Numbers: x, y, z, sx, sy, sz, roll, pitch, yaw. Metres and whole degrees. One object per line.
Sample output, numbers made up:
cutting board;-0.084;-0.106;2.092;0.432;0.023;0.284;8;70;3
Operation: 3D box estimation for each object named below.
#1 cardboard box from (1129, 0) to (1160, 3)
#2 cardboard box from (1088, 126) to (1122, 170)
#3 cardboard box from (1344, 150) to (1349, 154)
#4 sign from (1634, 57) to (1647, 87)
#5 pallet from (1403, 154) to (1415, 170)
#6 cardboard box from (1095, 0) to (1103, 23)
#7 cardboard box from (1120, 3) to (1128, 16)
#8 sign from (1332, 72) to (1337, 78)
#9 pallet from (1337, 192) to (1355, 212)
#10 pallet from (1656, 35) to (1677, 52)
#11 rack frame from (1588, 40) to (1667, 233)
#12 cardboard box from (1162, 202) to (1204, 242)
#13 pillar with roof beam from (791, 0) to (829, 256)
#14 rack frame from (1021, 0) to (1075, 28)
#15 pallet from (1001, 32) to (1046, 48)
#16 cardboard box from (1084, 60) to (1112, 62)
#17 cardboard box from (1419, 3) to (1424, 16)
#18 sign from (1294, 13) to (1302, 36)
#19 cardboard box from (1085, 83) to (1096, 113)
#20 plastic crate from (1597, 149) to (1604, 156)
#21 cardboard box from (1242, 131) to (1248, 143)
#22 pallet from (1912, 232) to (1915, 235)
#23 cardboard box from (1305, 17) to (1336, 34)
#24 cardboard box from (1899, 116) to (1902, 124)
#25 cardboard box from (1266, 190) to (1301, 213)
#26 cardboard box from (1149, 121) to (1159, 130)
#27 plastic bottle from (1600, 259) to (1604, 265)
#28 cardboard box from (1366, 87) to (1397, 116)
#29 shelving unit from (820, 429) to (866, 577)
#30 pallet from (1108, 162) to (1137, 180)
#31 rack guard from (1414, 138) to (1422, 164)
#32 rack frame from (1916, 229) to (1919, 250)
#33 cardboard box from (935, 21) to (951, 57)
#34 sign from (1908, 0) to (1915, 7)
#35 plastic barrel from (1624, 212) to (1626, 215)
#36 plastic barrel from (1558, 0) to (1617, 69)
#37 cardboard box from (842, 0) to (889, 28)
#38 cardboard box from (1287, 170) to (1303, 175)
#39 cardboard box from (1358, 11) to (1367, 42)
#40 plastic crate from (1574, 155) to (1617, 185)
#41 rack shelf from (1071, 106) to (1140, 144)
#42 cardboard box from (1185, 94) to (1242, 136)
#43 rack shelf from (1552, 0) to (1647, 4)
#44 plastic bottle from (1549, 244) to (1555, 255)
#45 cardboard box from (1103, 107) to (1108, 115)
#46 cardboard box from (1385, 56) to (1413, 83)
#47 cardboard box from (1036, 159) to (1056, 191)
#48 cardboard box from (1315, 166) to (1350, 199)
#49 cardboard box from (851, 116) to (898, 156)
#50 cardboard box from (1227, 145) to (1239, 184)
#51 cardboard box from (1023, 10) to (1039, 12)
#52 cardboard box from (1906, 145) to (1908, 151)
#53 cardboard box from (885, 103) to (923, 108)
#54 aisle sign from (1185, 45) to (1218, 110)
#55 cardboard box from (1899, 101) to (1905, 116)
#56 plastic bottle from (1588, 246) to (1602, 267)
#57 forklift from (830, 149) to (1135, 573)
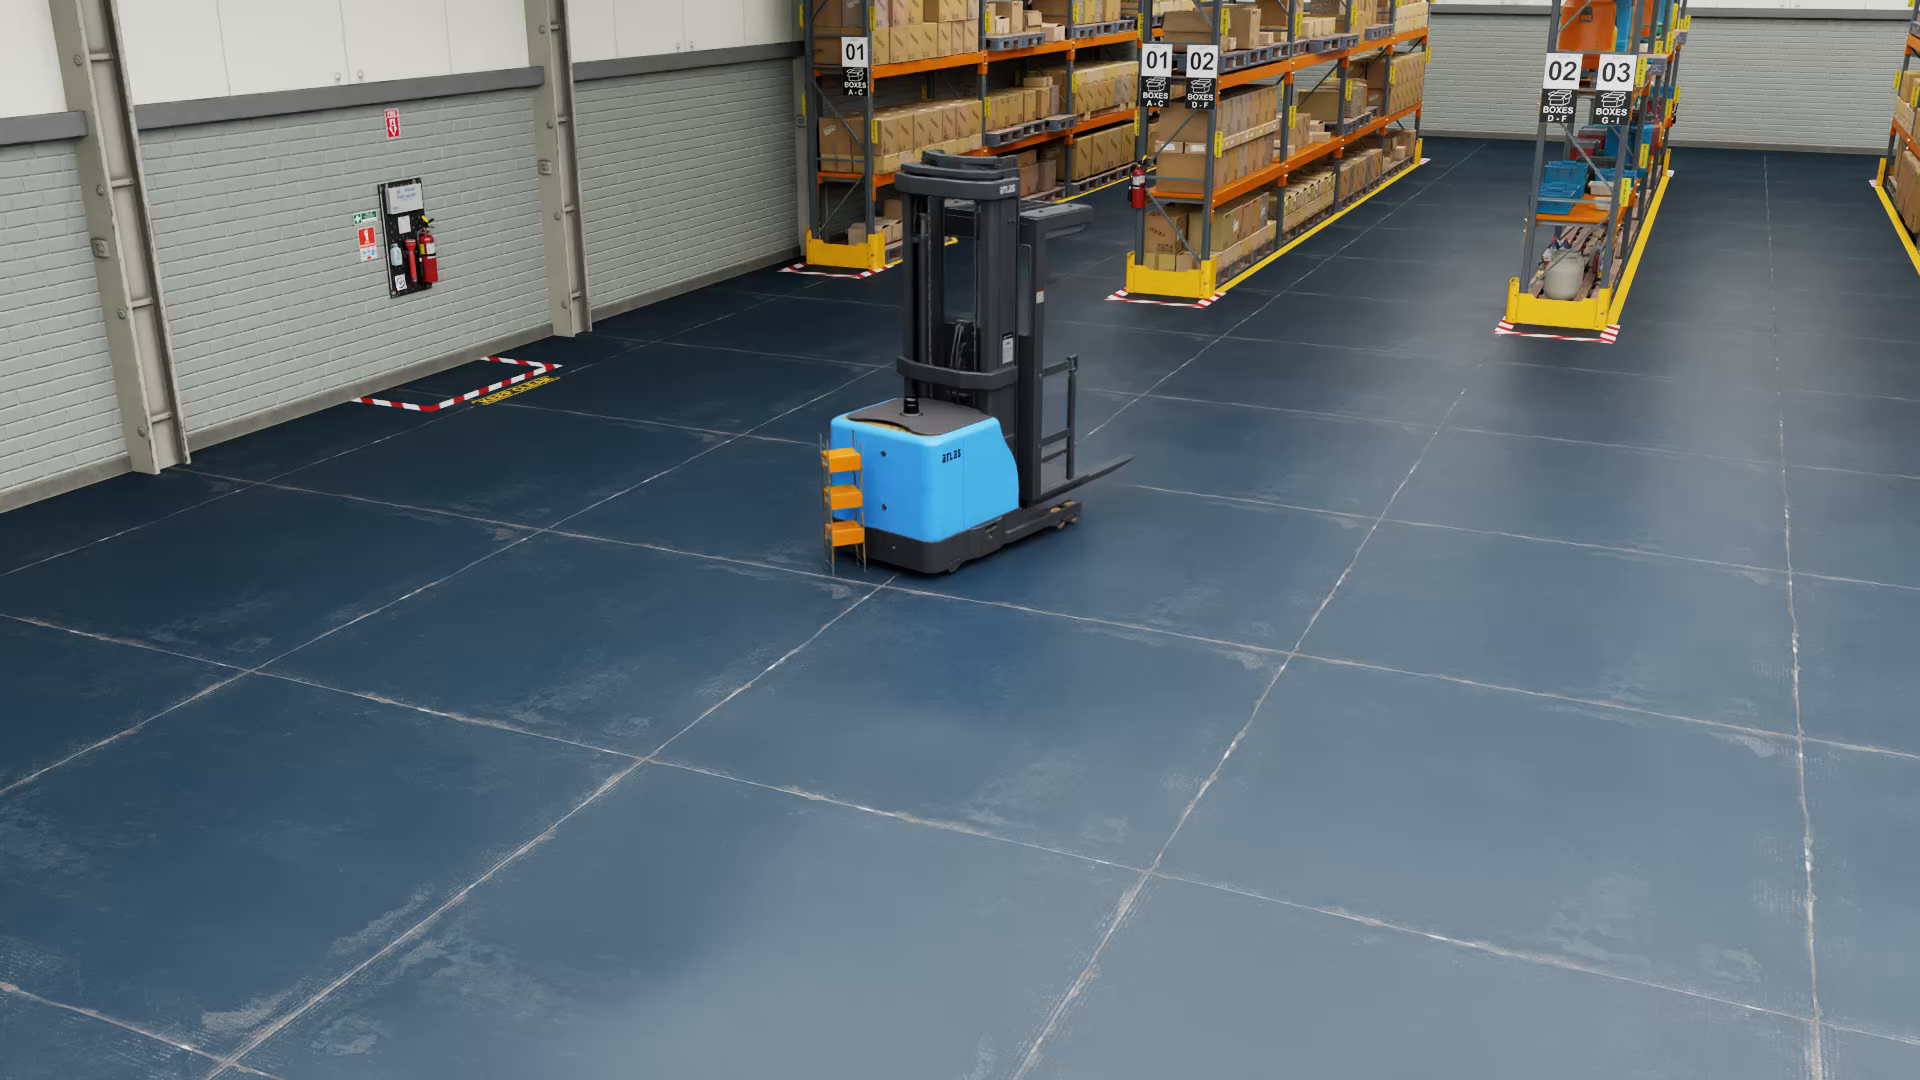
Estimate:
cardboard box;3.761;-11.193;33.818;0.500;0.500;0.500;8;21;22
cardboard box;2.705;-7.769;32.919;0.750;0.750;0.750;9;22;24
cardboard box;7.106;-7.145;31.656;0.500;0.500;0.500;9;21;23
sign;7.838;-5.386;19.146;0.100;0.325;0.005;9;21;23
pallet;9.016;-8.036;35.250;1.003;0.211;1.213;9;21;23
cardboard box;2.320;-10.163;31.787;0.700;0.500;0.500;9;21;23
cardboard box;3.280;-10.902;34.117;0.500;0.250;0.500;9;21;23
sign;7.236;-8.874;32.153;0.100;0.325;0.005;9;21;23
pallet;6.437;-6.080;29.751;1.003;0.211;1.213;9;21;23
pallet;11.016;-8.035;26.891;1.003;0.211;1.213;9;21;23
rack frame;10.614;-6.490;26.743;1.000;3.000;0.127;9;21;23
cardboard box;3.165;-4.494;23.486;0.500;0.500;0.500;9;21;23
pillar with roof beam;1.725;-7.973;21.958;9.100;9.000;0.400;9;21;23
rack frame;1.576;-10.676;29.560;1.000;3.000;0.127;9;21;23
pallet;0.710;-8.443;28.038;1.213;0.211;1.003;9;21;23
cardboard box;2.788;-9.518;33.513;0.500;0.250;0.500;9;22;24
cardboard box;9.190;-10.850;34.002;0.500;0.250;0.500;9;21;23
sign;4.965;-7.567;24.403;0.100;0.325;0.005;9;21;23
cardboard box;2.231;-8.319;31.260;0.500;0.500;0.500;9;22;24
plastic crate;9.432;-5.739;24.946;0.450;0.188;0.662;9;21;23
cardboard box;3.808;-5.639;23.230;0.380;0.149;0.250;9;21;23
pallet;16.025;-5.099;26.992;1.003;0.211;1.213;9;21;23
cardboard box;5.962;-8.565;27.697;0.500;0.250;0.500;7;21;19
cardboard box;17.438;-7.681;30.466;0.380;0.149;0.250;8;21;22
cardboard box;5.065;-5.360;26.202;0.500;0.311;0.500;8;21;22
cardboard box;4.134;-8.852;35.519;0.380;0.149;0.250;8;21;21
plastic bottle;8.505;-3.583;21.982;0.097;0.271;0.097;0;20;0
cardboard box;8.192;-8.560;32.411;0.500;0.500;0.500;9;22;24
shelving unit;-0.855;-0.267;12.148;0.252;1.050;0.215;-8;21;-19
pallet;2.966;-7.513;33.778;1.003;0.211;1.213;9;21;23
rack guard;9.341;-8.416;35.887;1.175;0.500;0.348;9;21;23
rack frame;15.133;-5.811;24.832;1.000;3.000;0.127;9;21;23
cardboard box;-0.455;-7.581;25.154;0.500;0.500;0.500;8;21;21
sign;17.905;-10.197;31.265;0.100;0.325;0.005;9;21;23
plastic barrel;10.799;-5.818;27.463;0.600;0.830;0.708;9;21;23
plastic barrel;7.421;-6.024;19.688;0.600;0.830;0.708;9;21;23
cardboard box;-1.321;-7.430;23.236;0.500;0.500;0.500;7;21;19
cardboard box;5.614;-6.218;28.616;0.500;0.311;0.500;9;22;25
cardboard box;6.666;-9.085;29.411;0.910;0.500;0.500;9;21;23
plastic crate;8.646;-5.096;22.914;0.767;0.338;0.504;9;21;23
rack shelf;2.395;-8.122;32.405;1.077;0.370;4.000;9;21;23
cardboard box;3.461;-5.857;22.876;0.700;0.500;0.500;9;21;23
rack shelf;8.157;-6.955;20.767;1.077;0.370;4.000;9;21;23
plastic bottle;8.015;-3.849;22.613;0.144;0.351;0.185;8;21;22
cardboard box;2.654;-8.359;32.343;0.380;0.149;0.250;9;22;24
cardboard box;8.817;-9.491;33.537;0.500;0.500;0.500;9;22;24
cardboard box;1.328;-6.652;30.271;0.700;0.500;0.500;9;21;23
cardboard box;6.544;-6.301;29.283;0.500;0.500;0.500;10;22;25
cardboard box;-1.231;-5.801;23.879;0.500;0.500;0.500;9;21;23
cardboard box;3.443;-5.226;23.038;0.700;0.500;0.500;9;21;23
cardboard box;1.071;-9.131;29.512;0.500;0.500;0.500;9;21;23
cardboard box;17.482;-6.696;29.866;0.875;0.875;0.875;9;21;23
cardboard box;-0.870;-6.495;25.830;0.500;0.500;0.500;9;22;24
aisle sign;3.073;-5.888;21.170;0.394;0.787;0.004;9;21;23
cardboard box;17.550;-7.903;30.495;0.500;0.250;0.500;8;21;21
plastic bottle;8.751;-3.909;22.893;0.152;0.276;0.135;9;21;23
forklift;0.323;-1.564;12.993;1.130;2.935;3.031;15;24;35
